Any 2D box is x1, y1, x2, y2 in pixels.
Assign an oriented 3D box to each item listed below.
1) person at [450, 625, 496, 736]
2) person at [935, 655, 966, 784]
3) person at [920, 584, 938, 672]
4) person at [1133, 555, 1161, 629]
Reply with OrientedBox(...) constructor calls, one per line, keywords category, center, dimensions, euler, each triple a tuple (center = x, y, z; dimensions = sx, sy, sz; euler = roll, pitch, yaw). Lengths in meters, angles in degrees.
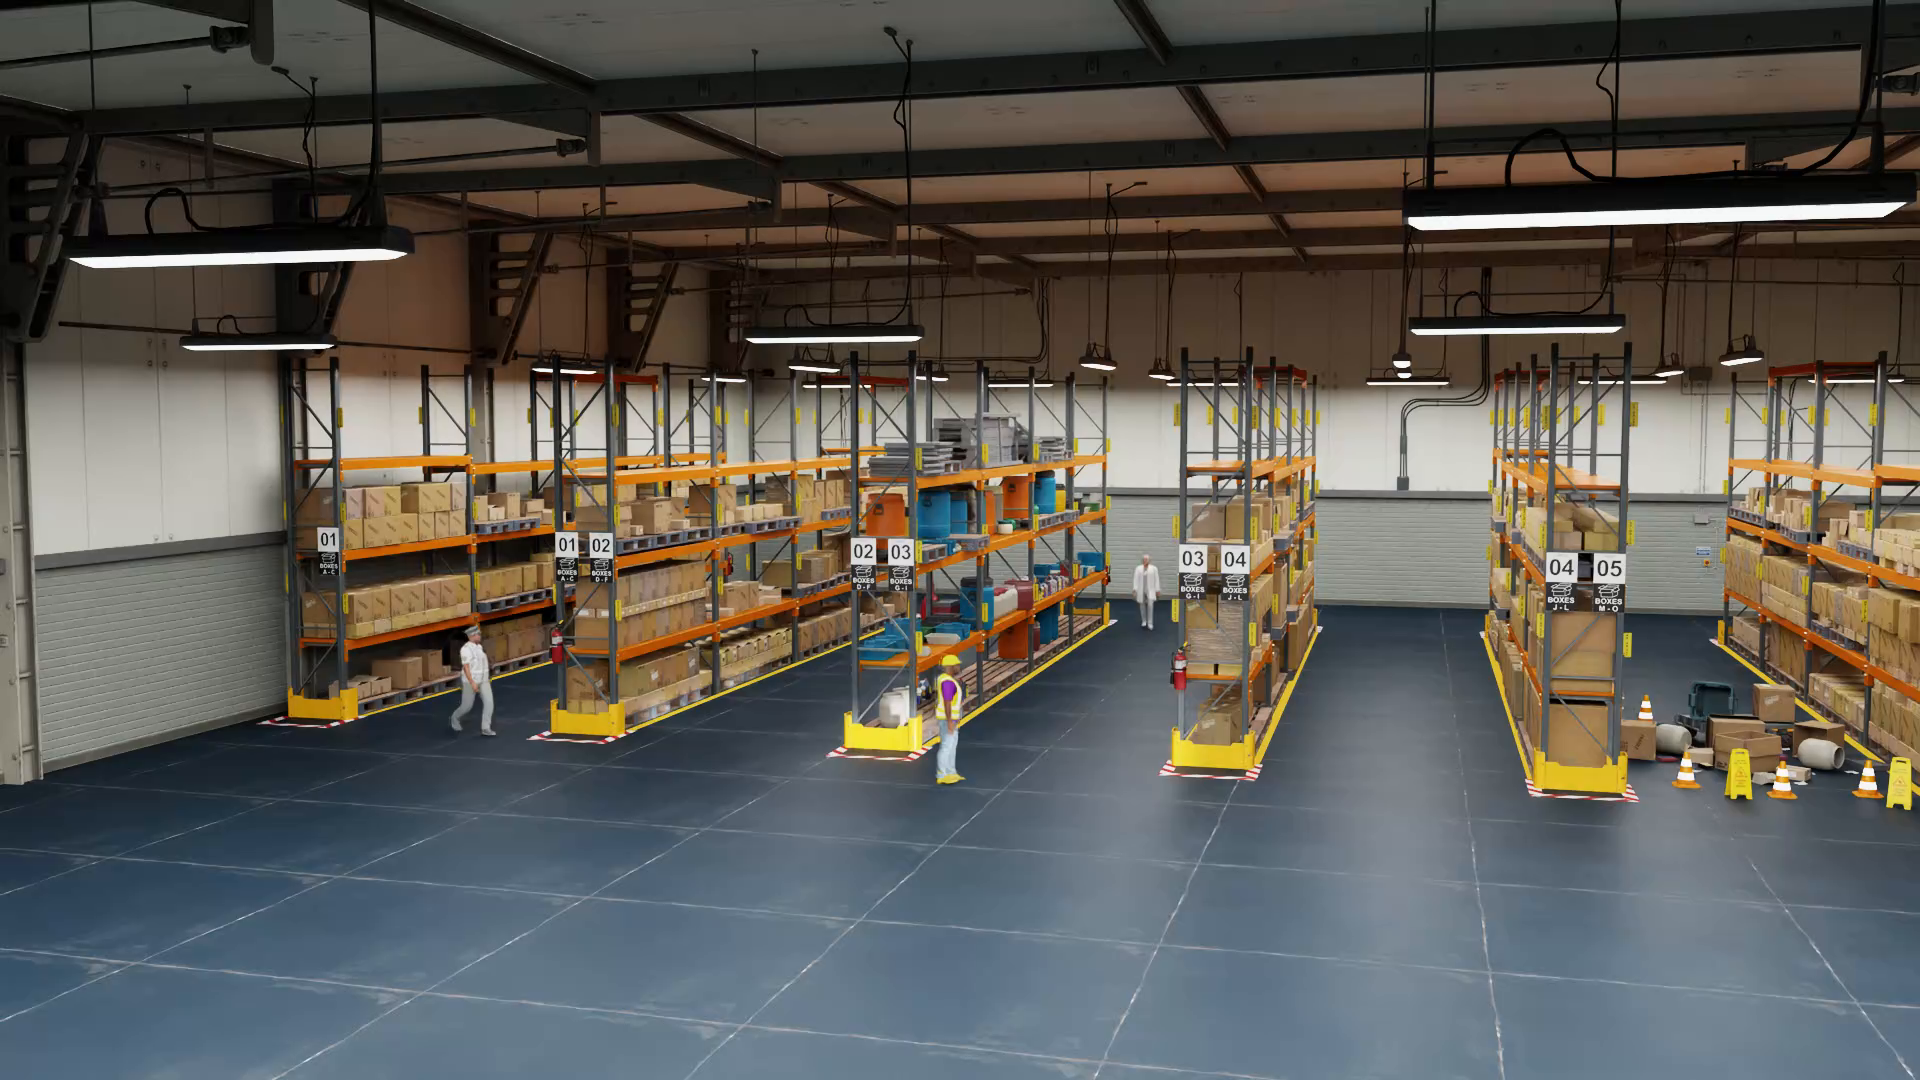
OrientedBox(category="person", center=(-7.681, 2.199, 26.235), dimensions=(0.894, 1.720, 0.511), euler=(4, 6, 44))
OrientedBox(category="person", center=(-0.119, 2.468, 22.800), dimensions=(0.449, 1.793, 0.673), euler=(0, 4, -3))
OrientedBox(category="person", center=(-0.673, 1.708, 32.984), dimensions=(0.530, 1.745, 0.586), euler=(-1, 4, -16))
OrientedBox(category="person", center=(4.416, 1.218, 39.415), dimensions=(0.650, 1.724, 1.102), euler=(1, 4, 10))
